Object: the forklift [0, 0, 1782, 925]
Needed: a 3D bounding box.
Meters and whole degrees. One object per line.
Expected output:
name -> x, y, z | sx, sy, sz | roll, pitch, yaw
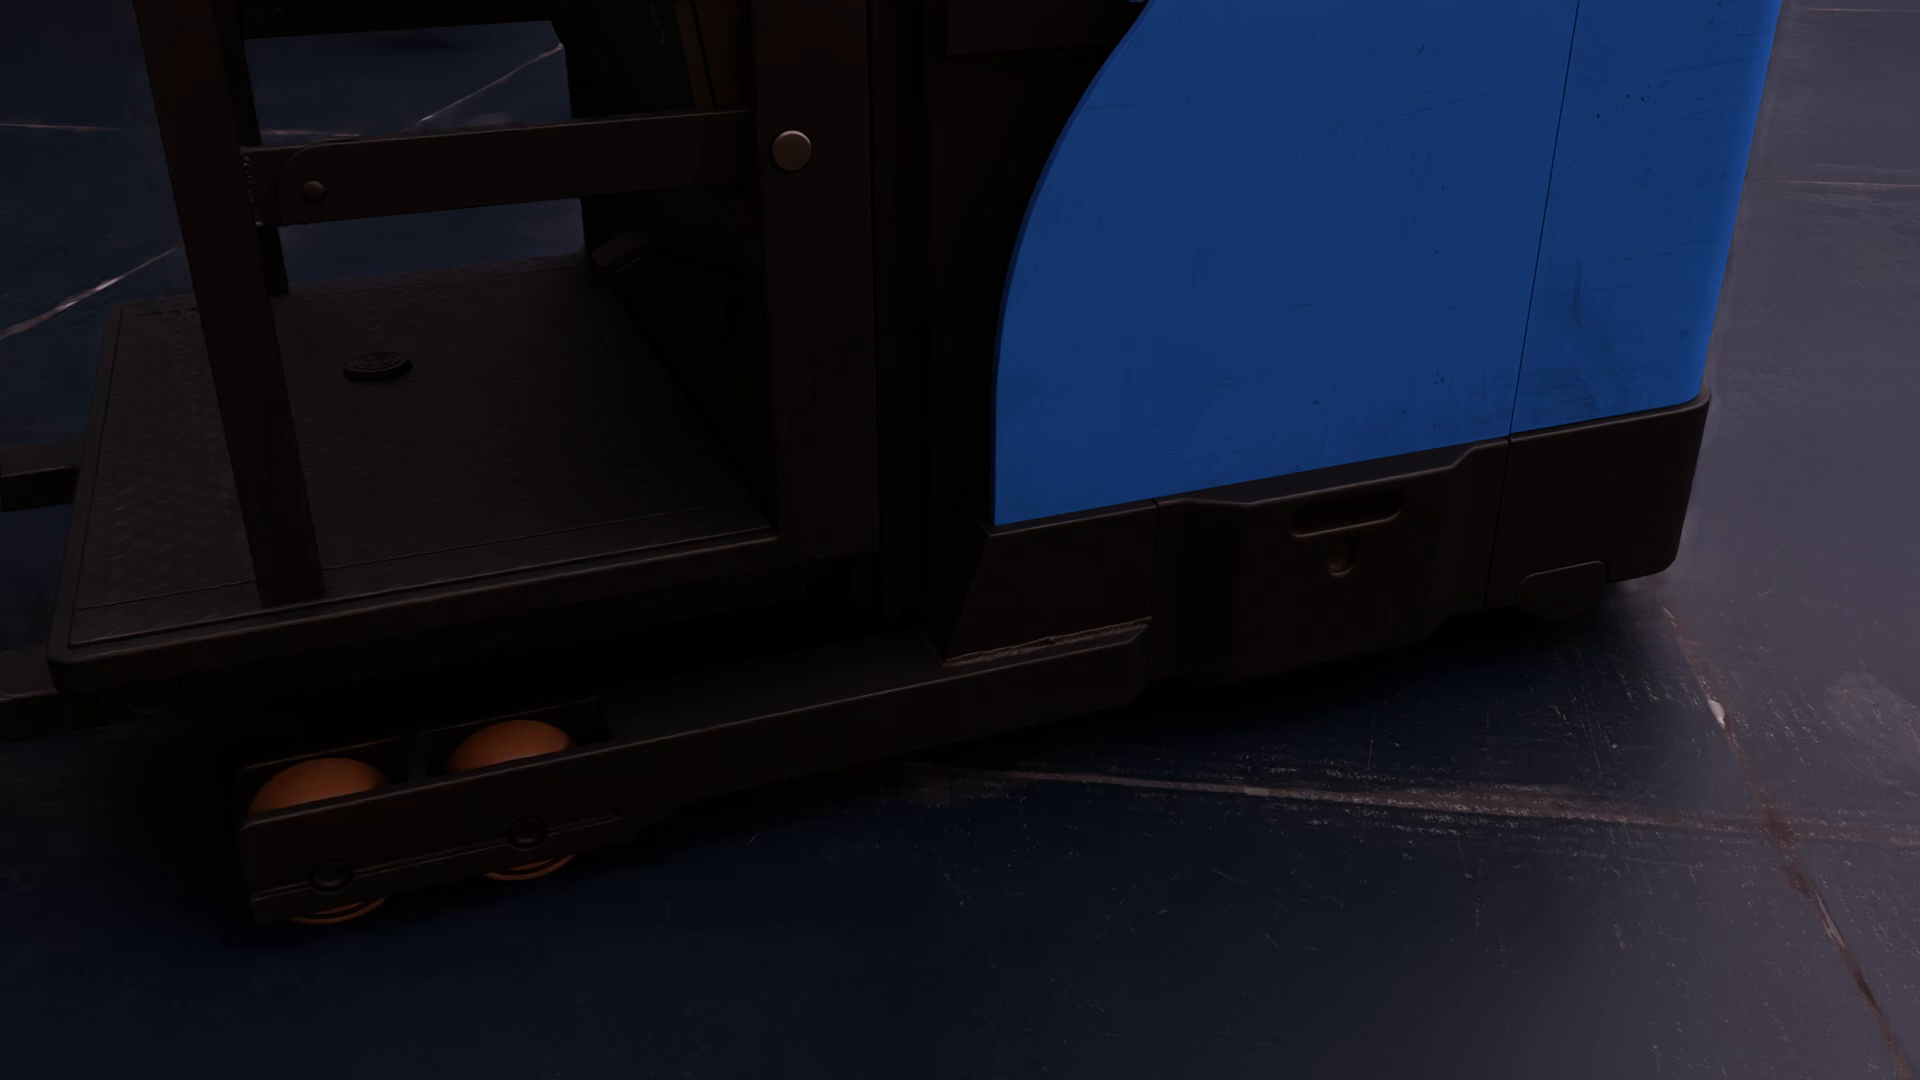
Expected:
forklift -> -0.572, -1.185, 1.591 | 3.031, 2.935, 1.130 | -10, 28, -19
